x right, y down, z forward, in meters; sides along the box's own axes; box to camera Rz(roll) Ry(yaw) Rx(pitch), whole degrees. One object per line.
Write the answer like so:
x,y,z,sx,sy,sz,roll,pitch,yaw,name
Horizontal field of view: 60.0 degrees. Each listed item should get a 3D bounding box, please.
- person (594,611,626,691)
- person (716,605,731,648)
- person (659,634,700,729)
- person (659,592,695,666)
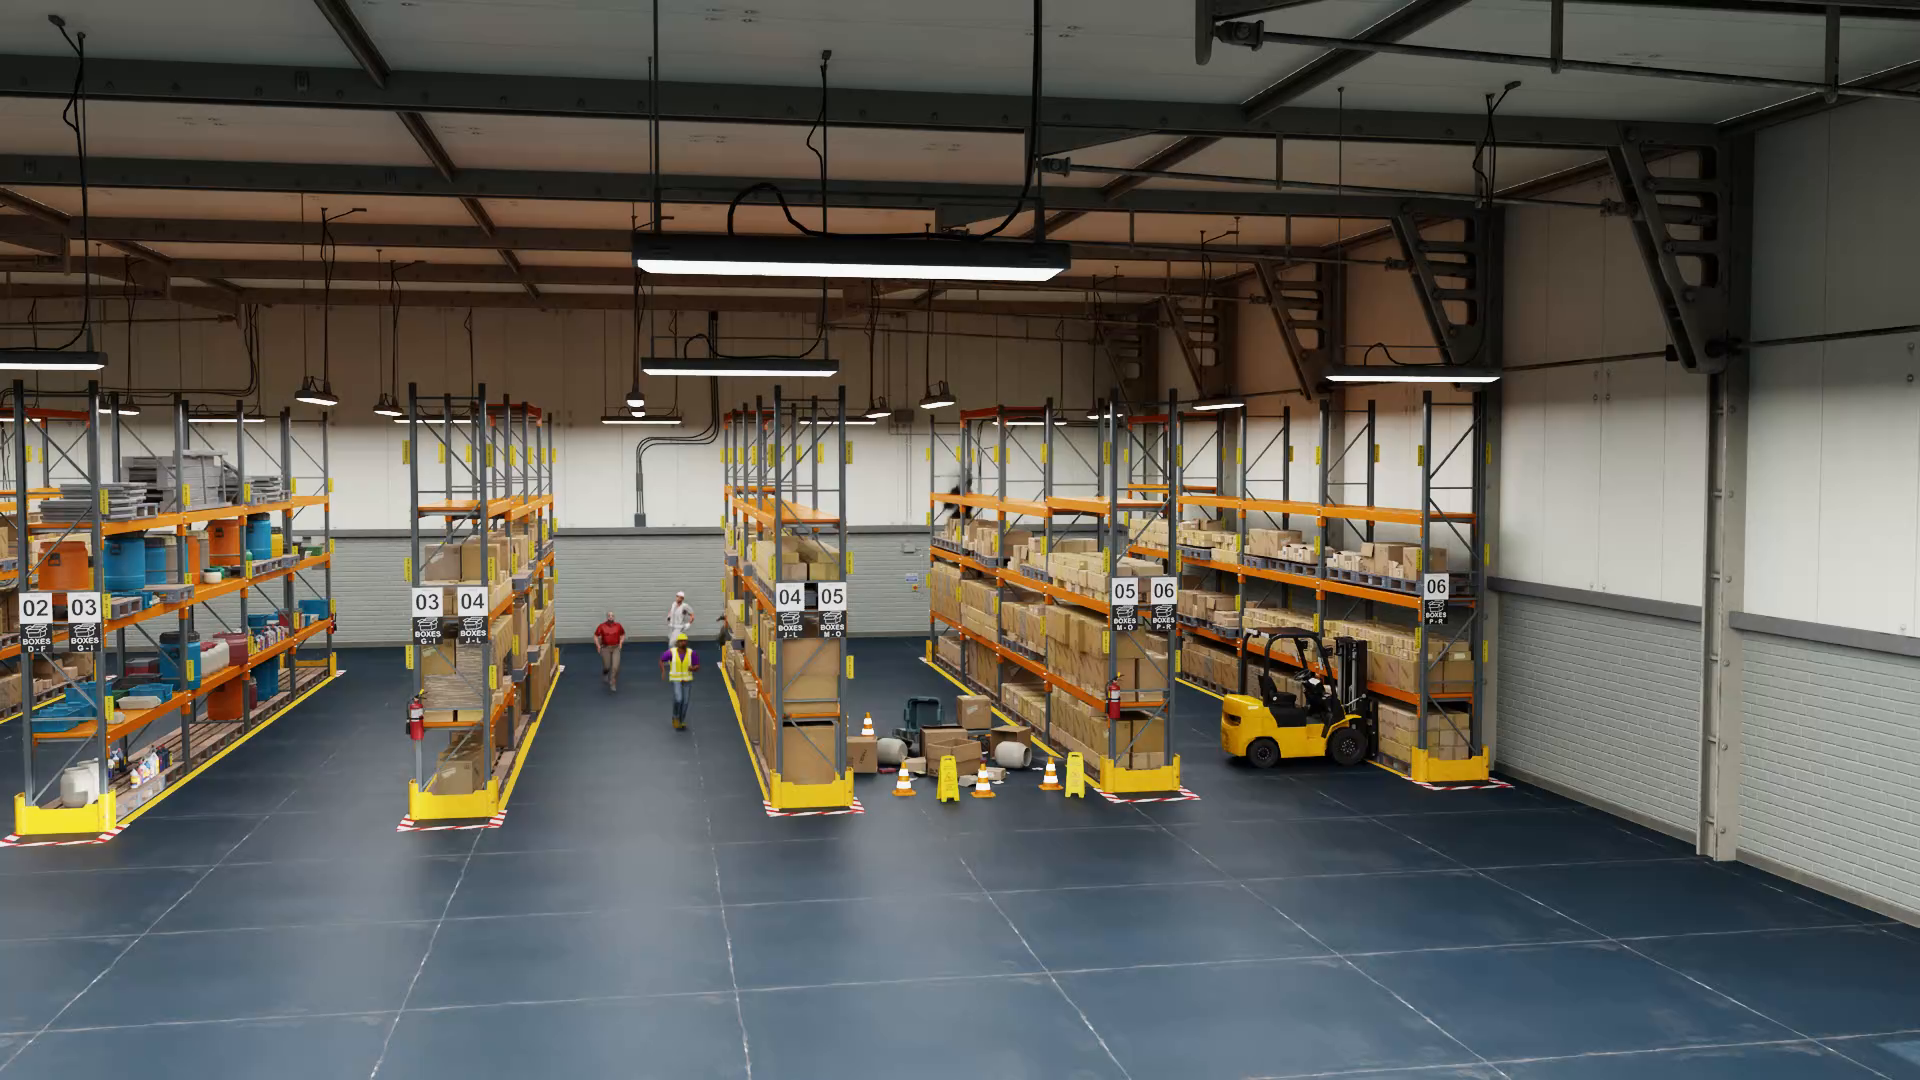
-7.483,2.365,35.610,0.673,1.685,0.601,-1,3,-20,person
-5.586,2.091,40.510,0.686,1.763,0.776,-1,3,-26,person
-5.087,2.579,30.367,0.692,1.741,0.660,-1,3,-23,person
-6.728,2.101,39.558,0.715,1.755,0.885,2,3,31,person
